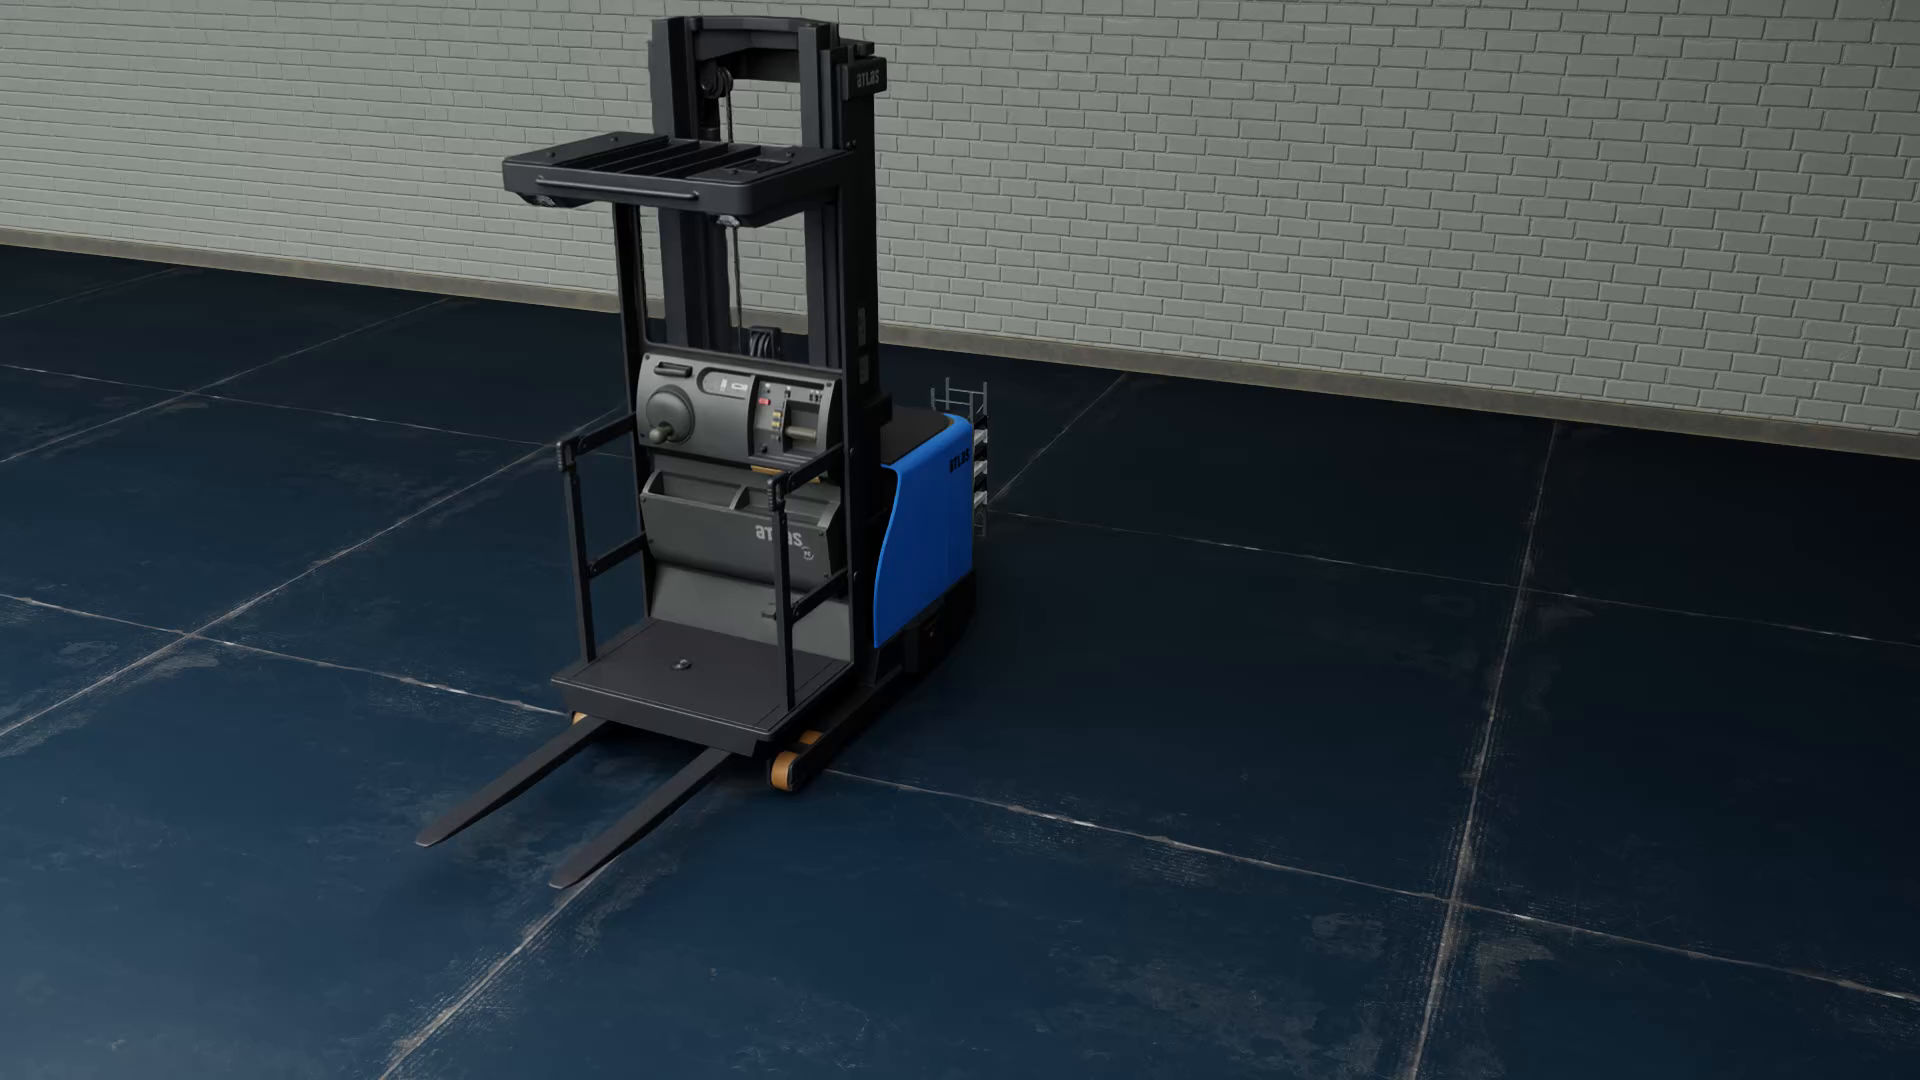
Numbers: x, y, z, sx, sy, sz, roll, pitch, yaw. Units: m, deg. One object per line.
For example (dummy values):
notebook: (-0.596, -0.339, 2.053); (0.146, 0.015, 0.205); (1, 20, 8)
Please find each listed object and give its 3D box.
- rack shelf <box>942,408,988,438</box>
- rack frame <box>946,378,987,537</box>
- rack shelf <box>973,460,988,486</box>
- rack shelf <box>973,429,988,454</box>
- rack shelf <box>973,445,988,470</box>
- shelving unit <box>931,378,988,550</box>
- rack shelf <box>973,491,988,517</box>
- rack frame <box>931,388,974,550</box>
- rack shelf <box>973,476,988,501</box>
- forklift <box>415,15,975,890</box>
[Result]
rack shelf: (-0.003, -0.631, 8.978); (0.258, 0.077, 0.200); (9, 24, 20)
rack frame: (0.035, -0.449, 9.157); (0.240, 0.900, 0.006); (9, 24, 20)
rack shelf: (-0.003, -0.382, 9.082); (0.258, 0.077, 0.200); (9, 24, 20)
rack shelf: (-0.003, -0.548, 9.013); (0.258, 0.077, 0.200); (9, 24, 20)
rack shelf: (-0.003, -0.465, 9.048); (0.258, 0.077, 0.200); (9, 24, 20)
shelving unit: (-0.003, -0.412, 9.070); (0.258, 0.900, 0.210); (9, 24, 20)
rack shelf: (-0.003, -0.215, 9.152); (0.258, 0.077, 0.200); (9, 24, 20)
rack frame: (-0.041, -0.376, 8.983); (0.240, 0.900, 0.006); (9, 24, 20)
rack shelf: (-0.003, -0.299, 9.117); (0.258, 0.077, 0.200); (9, 24, 20)
forklift: (-1.022, -0.517, 6.684); (1.130, 2.935, 3.031); (11, 25, 24)
